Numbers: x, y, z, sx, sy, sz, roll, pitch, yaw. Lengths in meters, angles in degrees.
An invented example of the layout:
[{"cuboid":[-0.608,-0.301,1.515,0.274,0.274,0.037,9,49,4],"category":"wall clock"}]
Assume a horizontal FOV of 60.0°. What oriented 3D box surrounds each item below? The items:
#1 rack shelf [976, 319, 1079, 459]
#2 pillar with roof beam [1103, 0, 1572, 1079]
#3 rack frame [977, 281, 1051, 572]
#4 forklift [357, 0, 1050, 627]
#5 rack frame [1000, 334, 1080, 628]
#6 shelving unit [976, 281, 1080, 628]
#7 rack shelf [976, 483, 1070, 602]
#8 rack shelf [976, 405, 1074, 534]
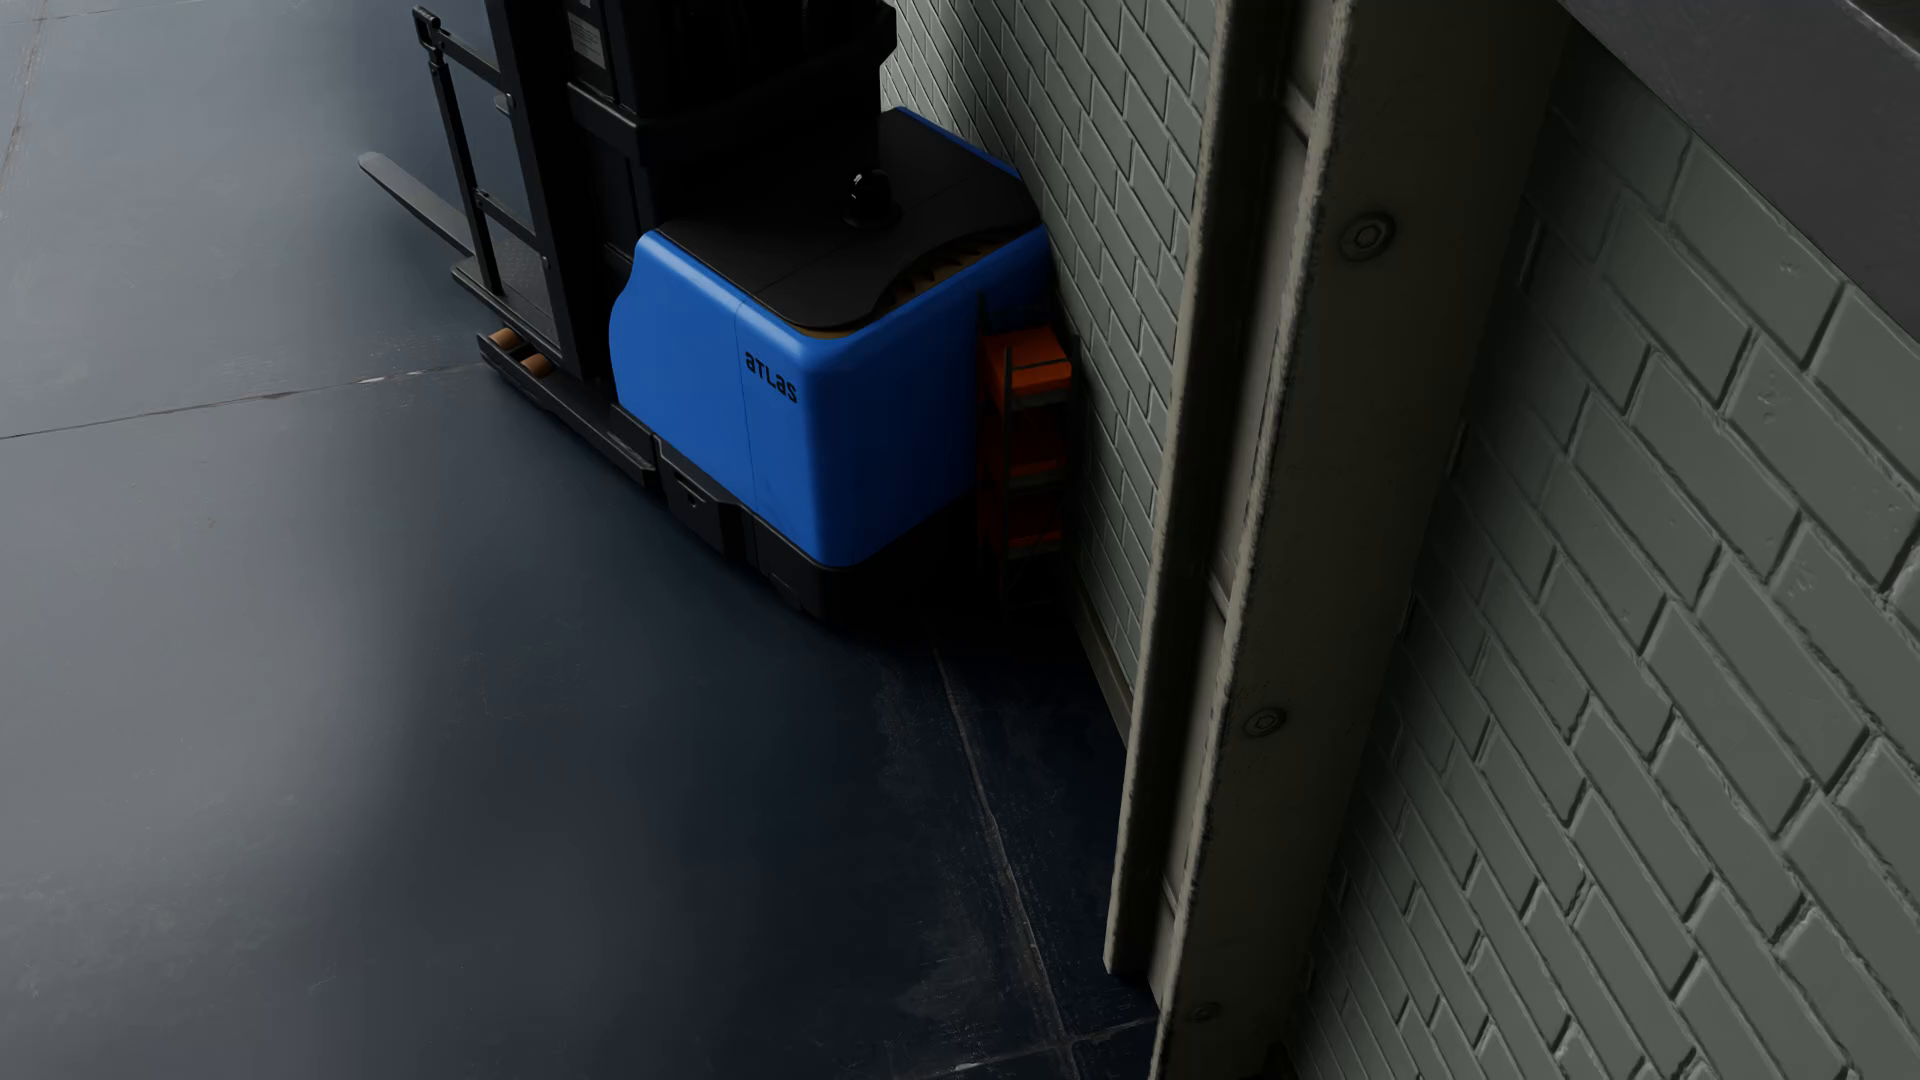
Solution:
[{"cuboid":[0.181,-0.412,4.532,0.215,0.259,0.240,-11,45,-11],"category":"rack shelf"},{"cuboid":[-3.601,-1.199,0.124,9.100,9.000,0.400,-11,47,-10],"category":"pillar with roof beam"},{"cuboid":[0.149,-0.299,4.807,0.200,1.050,0.008,-11,45,-11],"category":"rack frame"},{"cuboid":[-1.021,-1.725,4.888,1.130,2.935,3.031,-35,55,-29],"category":"forklift"},{"cuboid":[0.216,-0.135,4.639,0.200,1.050,0.008,-11,45,-11],"category":"rack frame"},{"cuboid":[0.182,-0.217,4.723,0.215,1.050,0.252,-11,45,-11],"category":"shelving unit"},{"cuboid":[0.183,-0.010,4.925,0.215,0.259,0.240,-11,45,-11],"category":"rack shelf"},{"cuboid":[0.182,-0.209,4.730,0.215,0.259,0.240,-11,45,-11],"category":"rack shelf"}]
